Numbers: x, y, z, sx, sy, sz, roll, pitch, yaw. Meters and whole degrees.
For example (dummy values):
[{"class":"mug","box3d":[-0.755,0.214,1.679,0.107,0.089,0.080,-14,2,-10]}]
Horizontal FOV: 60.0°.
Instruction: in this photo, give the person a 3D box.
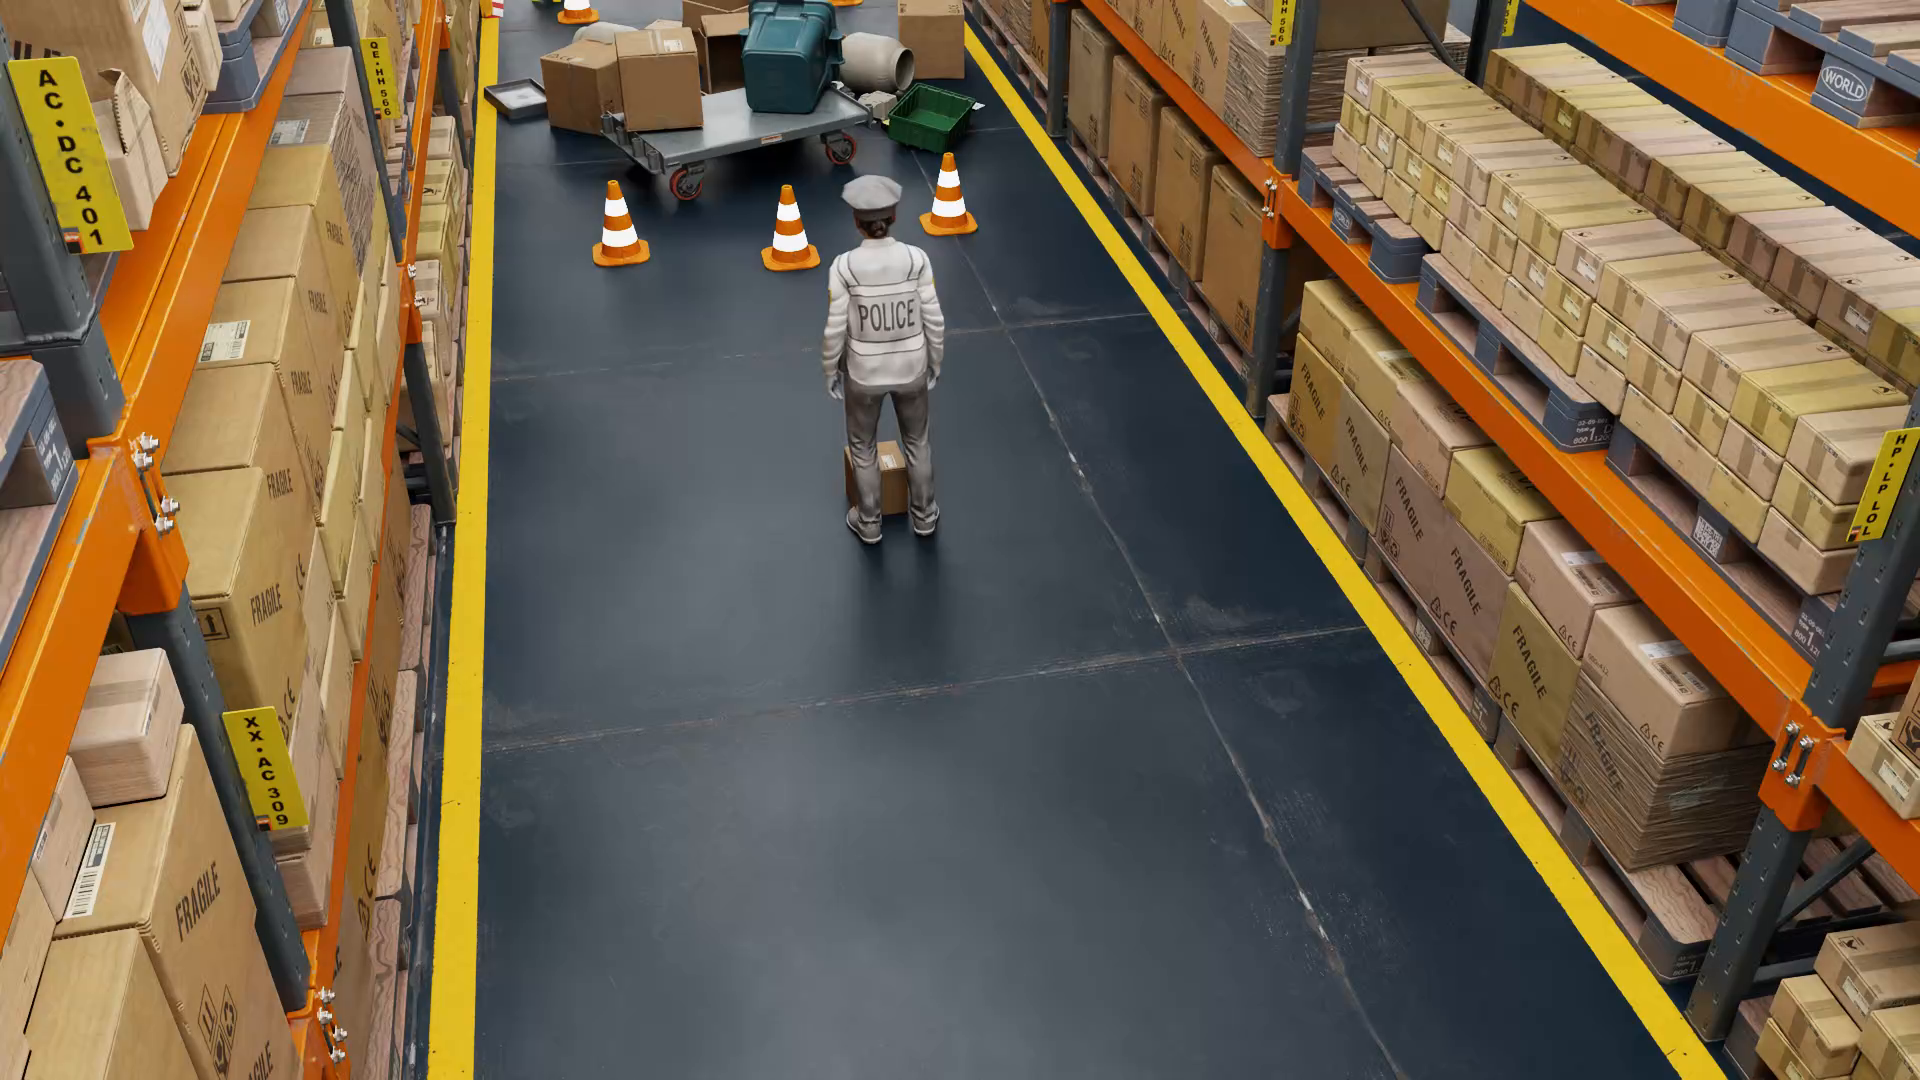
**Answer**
[{"class":"person","box3d":[-0.329,-0.734,7.207,0.530,1.663,0.371,-7,35,-10]}]
